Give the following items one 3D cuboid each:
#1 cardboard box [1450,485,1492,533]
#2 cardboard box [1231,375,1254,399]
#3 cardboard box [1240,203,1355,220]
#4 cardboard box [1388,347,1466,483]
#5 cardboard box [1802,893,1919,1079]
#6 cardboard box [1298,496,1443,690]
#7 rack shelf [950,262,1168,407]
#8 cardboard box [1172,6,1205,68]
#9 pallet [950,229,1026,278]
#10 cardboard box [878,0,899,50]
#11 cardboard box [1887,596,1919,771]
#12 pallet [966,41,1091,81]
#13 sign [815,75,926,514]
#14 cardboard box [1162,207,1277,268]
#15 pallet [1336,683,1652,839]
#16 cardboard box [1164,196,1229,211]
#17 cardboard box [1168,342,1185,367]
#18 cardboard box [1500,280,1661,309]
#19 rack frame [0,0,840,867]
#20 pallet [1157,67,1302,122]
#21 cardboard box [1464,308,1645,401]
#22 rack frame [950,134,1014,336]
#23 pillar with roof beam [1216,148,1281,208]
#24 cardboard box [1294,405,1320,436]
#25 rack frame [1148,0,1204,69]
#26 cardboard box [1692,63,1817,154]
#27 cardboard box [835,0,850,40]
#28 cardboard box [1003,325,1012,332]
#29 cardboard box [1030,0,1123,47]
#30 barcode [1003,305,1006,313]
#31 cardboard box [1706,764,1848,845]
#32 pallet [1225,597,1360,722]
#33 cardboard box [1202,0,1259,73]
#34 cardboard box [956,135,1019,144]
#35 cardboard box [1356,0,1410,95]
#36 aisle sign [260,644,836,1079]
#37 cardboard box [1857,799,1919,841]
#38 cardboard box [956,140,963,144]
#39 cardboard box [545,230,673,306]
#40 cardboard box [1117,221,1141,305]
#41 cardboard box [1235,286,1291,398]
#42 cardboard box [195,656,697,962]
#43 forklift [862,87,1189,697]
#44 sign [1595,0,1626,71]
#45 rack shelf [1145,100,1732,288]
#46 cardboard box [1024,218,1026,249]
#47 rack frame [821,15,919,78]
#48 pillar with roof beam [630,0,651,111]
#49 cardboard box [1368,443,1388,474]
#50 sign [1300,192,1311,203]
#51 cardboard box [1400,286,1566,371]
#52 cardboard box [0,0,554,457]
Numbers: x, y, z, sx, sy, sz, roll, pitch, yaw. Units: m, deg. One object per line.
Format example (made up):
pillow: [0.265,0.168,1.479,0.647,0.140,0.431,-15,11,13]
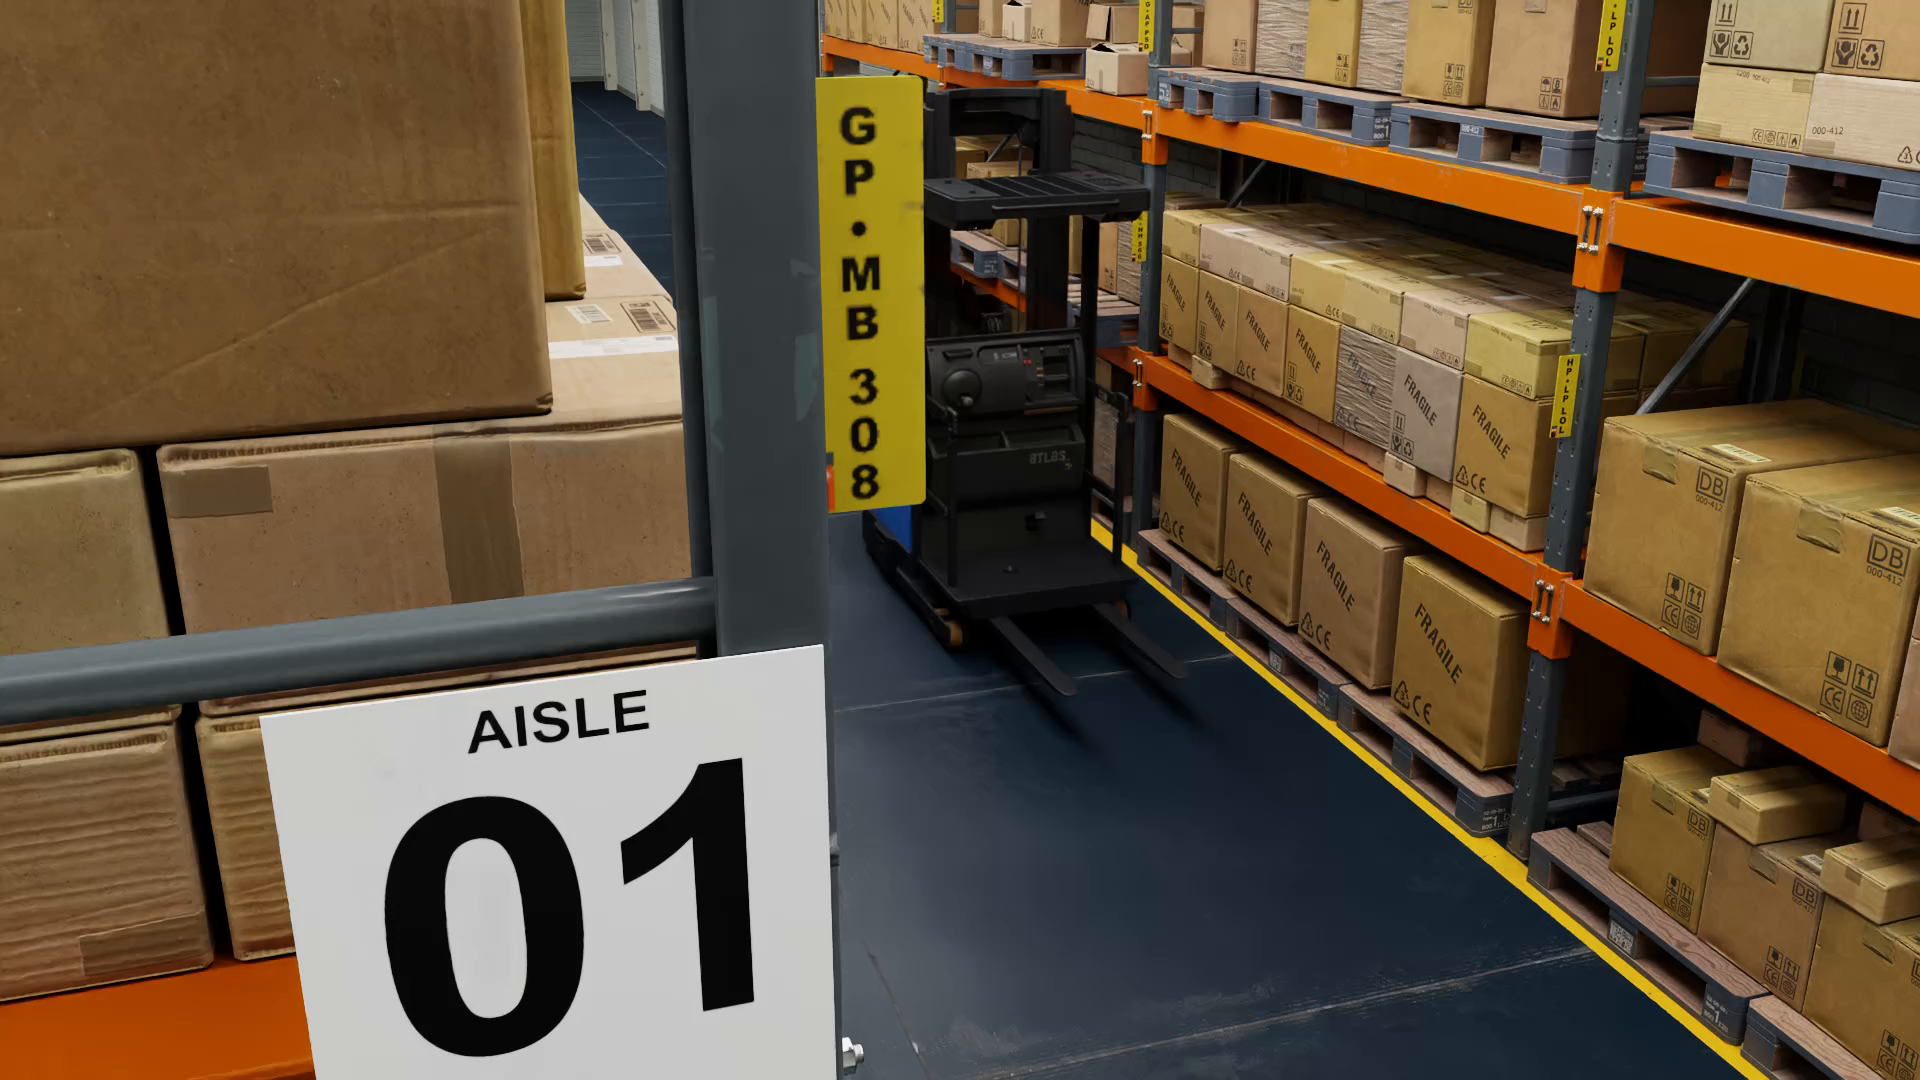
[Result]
cardboard box: [2.377,-0.156,7.255,0.380,0.149,0.250,-6,21,-16]
cardboard box: [1.751,-0.909,9.351,0.380,0.149,0.250,-7,21,-18]
cardboard box: [1.986,-1.823,9.827,0.500,0.250,0.500,-6,21,-16]
cardboard box: [2.300,-0.588,7.500,0.500,0.500,0.500,-6,21,-17]
cardboard box: [3.306,1.448,5.523,0.700,0.500,0.500,-6,21,-16]
cardboard box: [2.244,0.227,8.407,0.750,0.750,0.750,-6,21,-16]
rack shelf: [0.968,-1.695,12.262,1.077,0.370,4.000,-6,21,-17]
cardboard box: [1.589,-3.115,10.537,0.500,0.500,0.500,-6,21,-17]
pallet: [0.442,-2.324,13.233,1.003,0.211,1.213,-6,21,-17]
cardboard box: [-0.411,-4.617,14.717,0.500,0.500,0.500,-7,21,-19]
cardboard box: [3.471,0.394,4.938,0.980,0.700,0.700,-7,21,-20]
pallet: [0.761,-3.456,11.943,1.213,0.211,1.003,-6,21,-17]
sign: [-0.075,-0.177,1.243,0.100,0.325,0.005,-6,21,-17]
cardboard box: [1.504,-1.759,9.648,0.500,0.250,0.500,-6,21,-16]
pallet: [2.540,0.965,7.918,1.003,0.211,1.213,-6,21,-17]
cardboard box: [1.460,-2.058,10.452,0.380,0.149,0.250,-9,22,-24]
cardboard box: [1.480,-1.152,10.030,0.380,0.149,0.250,-7,21,-18]
cardboard box: [2.786,-1.000,7.536,0.500,0.250,0.500,-6,21,-17]
rack frame: [-0.590,-1.120,0.723,1.000,3.000,0.127,-6,21,-17]
pallet: [1.850,-2.513,9.318,1.213,0.211,1.003,-5,20,-15]
cardboard box: [2.464,-0.780,6.924,0.500,0.250,0.500,-6,21,-16]
rack frame: [0.340,-2.675,13.927,1.000,3.000,0.127,-6,21,-17]
pillar with roof beam: [-2.077,-4.267,9.483,9.100,9.000,0.400,-6,21,-17]
cardboard box: [1.973,-0.661,8.662,0.380,0.149,0.250,-6,21,-17]
rack frame: [1.597,-4.215,9.339,1.000,3.000,0.127,-6,21,-17]
cardboard box: [2.821,-1.444,5.514,0.500,0.250,0.500,-6,21,-17]
cardboard box: [-0.915,-5.117,16.110,0.500,0.500,0.500,-5,20,-14]
cardboard box: [0.587,-1.471,13.622,0.700,0.500,0.500,-6,21,-15]
cardboard box: [0.823,-3.752,11.718,0.500,0.500,0.500,-7,21,-19]
barcode: [0.398,-2.055,14.774,0.001,0.075,0.075,-6,21,-17]
cardboard box: [2.926,0.946,5.963,0.380,0.149,0.250,-6,21,-15]
pallet: [2.153,0.573,9.010,1.003,0.211,1.213,-6,21,-17]
cardboard box: [1.801,-2.911,9.347,0.700,0.500,0.500,-8,21,-21]
cardboard box: [0.231,-3.306,14.767,0.500,0.500,0.500,-7,21,-18]
cardboard box: [2.349,-2.407,7.944,0.700,0.500,0.500,-6,21,-17]
aisle sign: [-0.290,0.471,1.323,0.394,0.787,0.004,-6,21,-17]
cardboard box: [3.386,1.002,5.806,0.380,0.149,0.250,-7,21,-19]
cardboard box: [-0.265,-3.245,14.597,0.500,0.500,0.500,-7,21,-18]
cardboard box: [-0.655,-0.227,2.156,0.500,0.250,0.500,-6,21,-17]
cardboard box: [1.440,-1.795,10.679,0.700,0.500,0.500,-9,22,-24]
cardboard box: [1.817,-1.076,8.859,0.500,0.500,0.500,-6,21,-17]
cardboard box: [-0.510,0.170,1.789,0.500,0.250,0.500,-6,21,-17]
forklift: [0.336,-0.927,9.161,1.130,2.935,3.031,-7,21,-18]
sign: [2.342,-1.850,5.963,0.100,0.325,0.005,-6,21,-17]
rack shelf: [2.225,-1.823,8.181,1.077,0.370,4.000,-6,21,-17]
cardboard box: [0.873,-2.374,12.290,0.700,0.500,0.500,-4,20,-10]
rack frame: [-0.918,-3.959,17.501,1.000,3.000,0.127,-6,21,-17]
pillar with roof beam: [-11.507,-13.894,36.286,9.100,9.000,0.400,-6,21,-17]
cardboard box: [2.186,-0.408,7.957,0.380,0.149,0.250,-6,21,-17]
sign: [2.123,-1.996,10.325,0.100,0.325,0.005,-6,21,-17]
cardboard box: [2.313,-0.945,7.383,0.500,0.250,0.500,-6,21,-16]
cardboard box: [-0.767,-0.389,1.498,0.700,0.500,0.500,-6,21,-17]
